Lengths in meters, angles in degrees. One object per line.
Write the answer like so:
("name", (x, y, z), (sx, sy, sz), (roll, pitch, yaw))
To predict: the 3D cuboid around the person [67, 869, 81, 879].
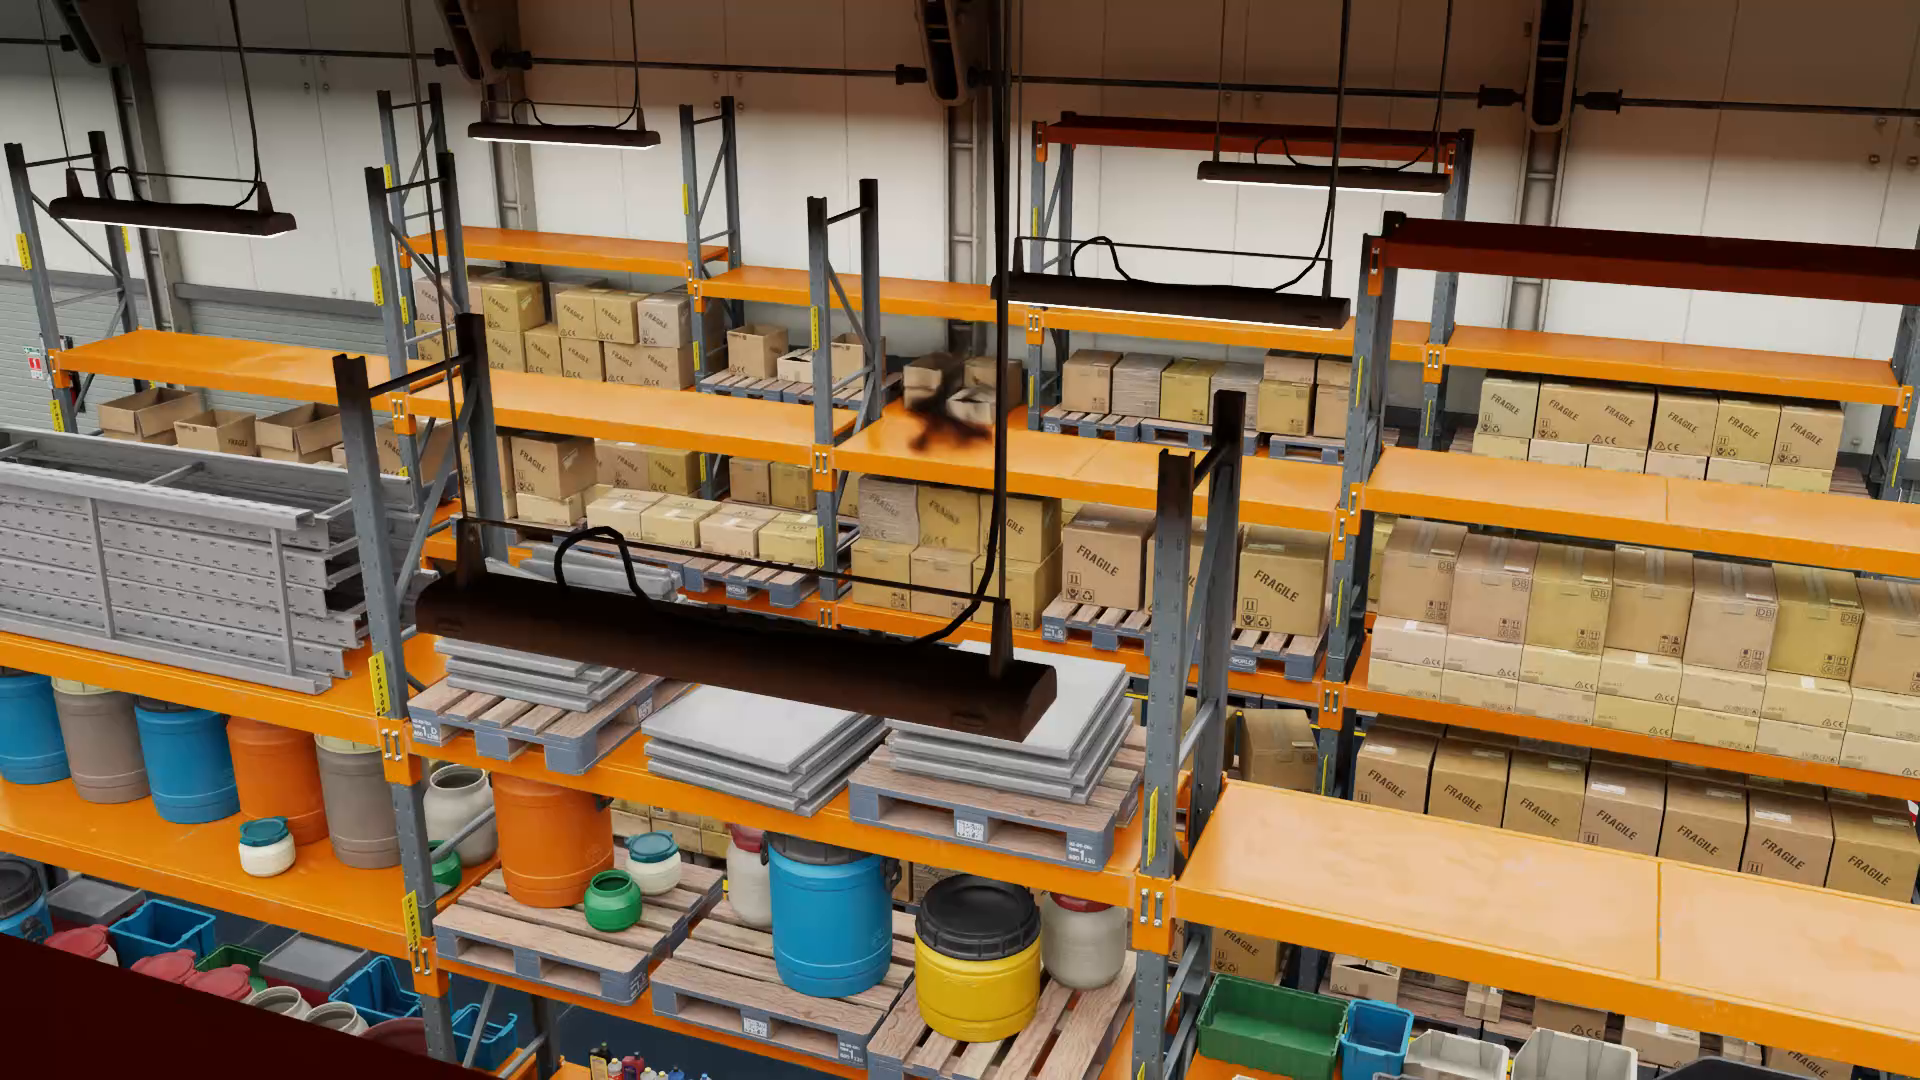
("person", (-7.032, 2.543, 13.246), (0.696, 1.750, 0.680), (3, 21, 9))
